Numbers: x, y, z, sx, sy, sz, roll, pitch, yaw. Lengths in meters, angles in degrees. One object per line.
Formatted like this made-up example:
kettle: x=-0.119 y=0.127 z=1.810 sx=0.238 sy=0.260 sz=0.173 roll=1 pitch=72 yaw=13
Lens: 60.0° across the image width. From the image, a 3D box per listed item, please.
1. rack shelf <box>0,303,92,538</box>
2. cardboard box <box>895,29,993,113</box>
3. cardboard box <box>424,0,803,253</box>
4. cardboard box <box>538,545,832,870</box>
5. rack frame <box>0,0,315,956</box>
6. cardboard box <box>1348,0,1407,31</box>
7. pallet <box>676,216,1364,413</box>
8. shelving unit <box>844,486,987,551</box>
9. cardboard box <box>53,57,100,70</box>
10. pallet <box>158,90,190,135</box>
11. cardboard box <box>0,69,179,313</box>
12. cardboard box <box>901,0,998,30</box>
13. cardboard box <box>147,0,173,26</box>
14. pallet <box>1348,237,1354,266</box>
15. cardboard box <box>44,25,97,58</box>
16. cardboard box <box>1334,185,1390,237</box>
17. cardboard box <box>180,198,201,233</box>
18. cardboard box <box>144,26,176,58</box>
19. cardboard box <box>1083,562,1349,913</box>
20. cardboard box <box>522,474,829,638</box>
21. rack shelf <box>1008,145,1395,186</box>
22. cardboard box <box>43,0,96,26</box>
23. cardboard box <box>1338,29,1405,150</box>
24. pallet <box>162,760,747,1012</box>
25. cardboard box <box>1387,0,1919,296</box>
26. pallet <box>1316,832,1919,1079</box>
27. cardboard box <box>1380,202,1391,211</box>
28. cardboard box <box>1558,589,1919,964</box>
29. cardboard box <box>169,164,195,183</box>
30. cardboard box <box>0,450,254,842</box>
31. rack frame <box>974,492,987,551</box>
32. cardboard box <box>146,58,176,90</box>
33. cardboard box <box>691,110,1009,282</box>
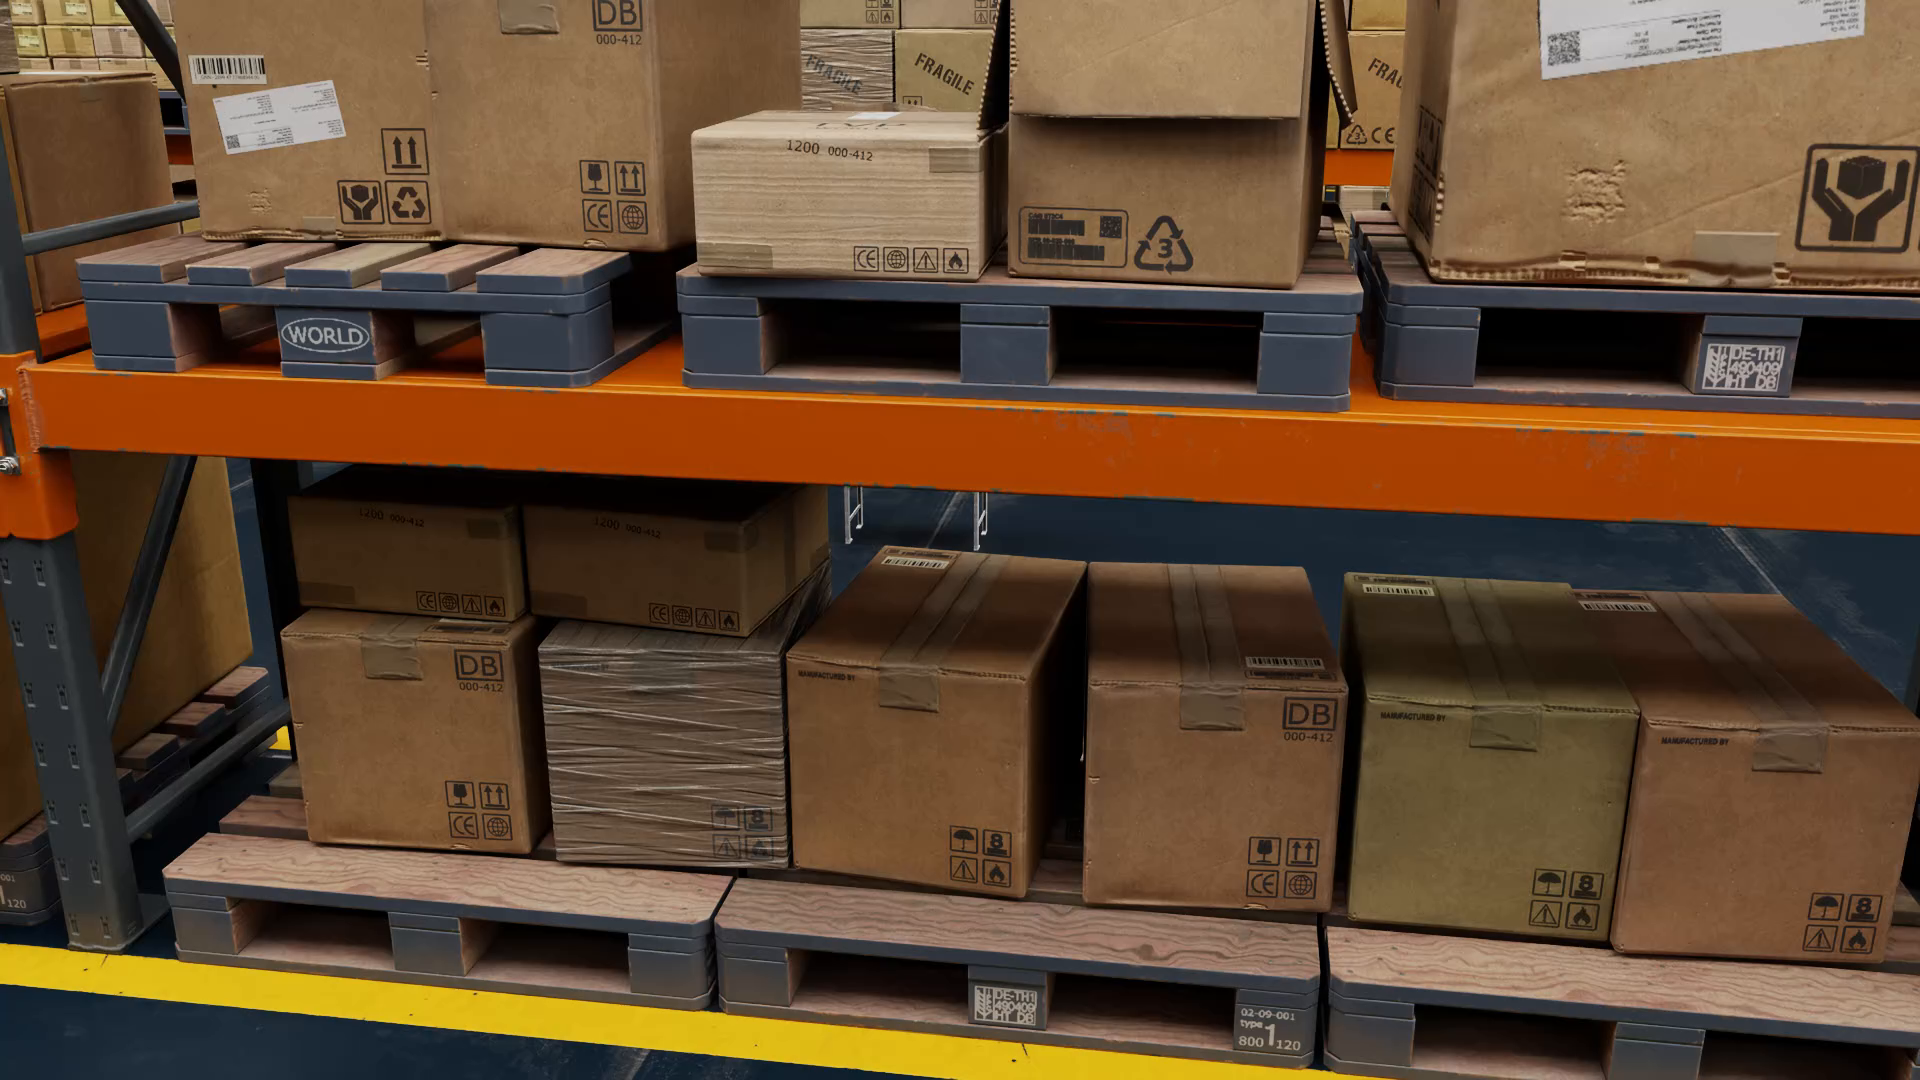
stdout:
rack shelf: x=-3.777 y=-0.440 z=4.024 sx=4.000 sy=0.370 sz=1.077 roll=3 pitch=19 yaw=9
cardboard box: x=-0.013 y=-2.145 z=7.828 sx=0.500 sy=0.500 sz=0.500 roll=3 pitch=19 yaw=8
cardboard box: x=-0.696 y=-0.915 z=3.492 sx=0.500 sy=0.500 sz=0.700 roll=6 pitch=19 yaw=17
cardboard box: x=-0.588 y=0.348 z=3.782 sx=0.500 sy=0.500 sz=0.700 roll=1 pitch=19 yaw=4
rack frame: x=-1.802 y=-0.680 z=3.609 sx=0.127 sy=3.000 sz=1.000 roll=3 pitch=19 yaw=9
cardboard box: x=2.034 y=-2.598 z=7.606 sx=0.500 sy=0.500 sz=0.700 roll=3 pitch=19 yaw=8
pallet: x=0.159 y=-0.502 z=3.380 sx=1.213 sy=0.211 sz=1.003 roll=3 pitch=19 yaw=9
shelving unit: x=-0.163 y=-0.577 z=6.138 sx=0.503 sy=1.200 sz=0.258 roll=3 pitch=19 yaw=9
cardboard box: x=-4.274 y=-2.334 z=8.287 sx=0.250 sy=0.149 sz=0.380 roll=3 pitch=19 yaw=10
pallet: x=-4.134 y=-2.255 z=8.619 sx=1.213 sy=0.211 sz=1.003 roll=3 pitch=19 yaw=9
cardboard box: x=-2.239 y=-0.837 z=3.921 sx=0.500 sy=0.500 sz=0.500 roll=3 pitch=19 yaw=10
cardboard box: x=0.026 y=-2.700 z=7.912 sx=0.500 sy=0.500 sz=0.700 roll=3 pitch=19 yaw=8
cardboard box: x=-3.774 y=-2.589 z=8.111 sx=0.250 sy=0.149 sz=0.380 roll=3 pitch=19 yaw=8
pallet: x=2.950 y=-2.300 z=12.844 sx=1.213 sy=0.211 sz=1.003 roll=3 pitch=19 yaw=9
cardboard box: x=-4.293 y=-2.475 z=8.238 sx=0.250 sy=0.149 sz=0.380 roll=3 pitch=19 yaw=8
cardboard box: x=3.201 y=-2.562 z=12.713 sx=0.625 sy=0.372 sz=0.950 roll=3 pitch=19 yaw=9
cardboard box: x=-3.651 y=-1.654 z=8.614 sx=0.500 sy=0.250 sz=0.500 roll=3 pitch=19 yaw=10
cardboard box: x=-3.781 y=-2.449 z=8.161 sx=0.250 sy=0.149 sz=0.380 roll=2 pitch=19 yaw=6
cardboard box: x=0.524 y=0.402 z=3.620 sx=0.500 sy=0.500 sz=0.700 roll=1 pitch=19 yaw=4
cardboard box: x=-0.611 y=-0.011 z=3.674 sx=0.500 sy=0.250 sz=0.500 roll=5 pitch=19 yaw=15
rack shelf: x=1.059 y=-1.787 z=8.051 sx=4.000 sy=0.370 sz=1.077 roll=3 pitch=19 yaw=9
cardboard box: x=-4.273 y=-2.617 z=8.192 sx=0.250 sy=0.149 sz=0.380 roll=3 pitch=19 yaw=10
cardboard box: x=1.977 y=-2.043 z=7.524 sx=0.500 sy=0.500 sz=0.500 roll=3 pitch=19 yaw=8
pallet: x=-1.031 y=0.682 z=3.932 sx=1.213 sy=0.211 sz=1.003 roll=3 pitch=19 yaw=9
cardboard box: x=1.385 y=-1.046 z=3.096 sx=1.000 sy=1.000 sz=1.000 roll=3 pitch=19 yaw=9
pallet: x=1.378 y=0.805 z=3.565 sx=1.213 sy=0.211 sz=1.003 roll=3 pitch=19 yaw=9
cardboard box: x=2.406 y=-1.163 z=7.936 sx=0.750 sy=0.750 sz=1.050 roll=3 pitch=19 yaw=8
cardboard box: x=1.544 y=0.460 z=3.447 sx=0.500 sy=0.500 sz=0.700 roll=1 pitch=19 yaw=4
cardboard box: x=-6.557 y=-3.126 z=14.296 sx=0.875 sy=0.438 sz=0.875 roll=3 pitch=19 yaw=10
cardboard box: x=-2.480 y=0.087 z=4.003 sx=0.875 sy=0.875 sz=1.225 roll=2 pitch=19 yaw=6
rack frame: x=0.077 y=-0.565 z=6.101 sx=0.015 sy=1.200 sz=0.240 roll=3 pitch=19 yaw=9
cardboard box: x=-3.781 y=-2.308 z=8.207 sx=0.250 sy=0.149 sz=0.380 roll=3 pitch=19 yaw=9
cardboard box: x=-0.184 y=-0.652 z=3.099 sx=0.500 sy=0.250 sz=0.500 roll=2 pitch=19 yaw=7
